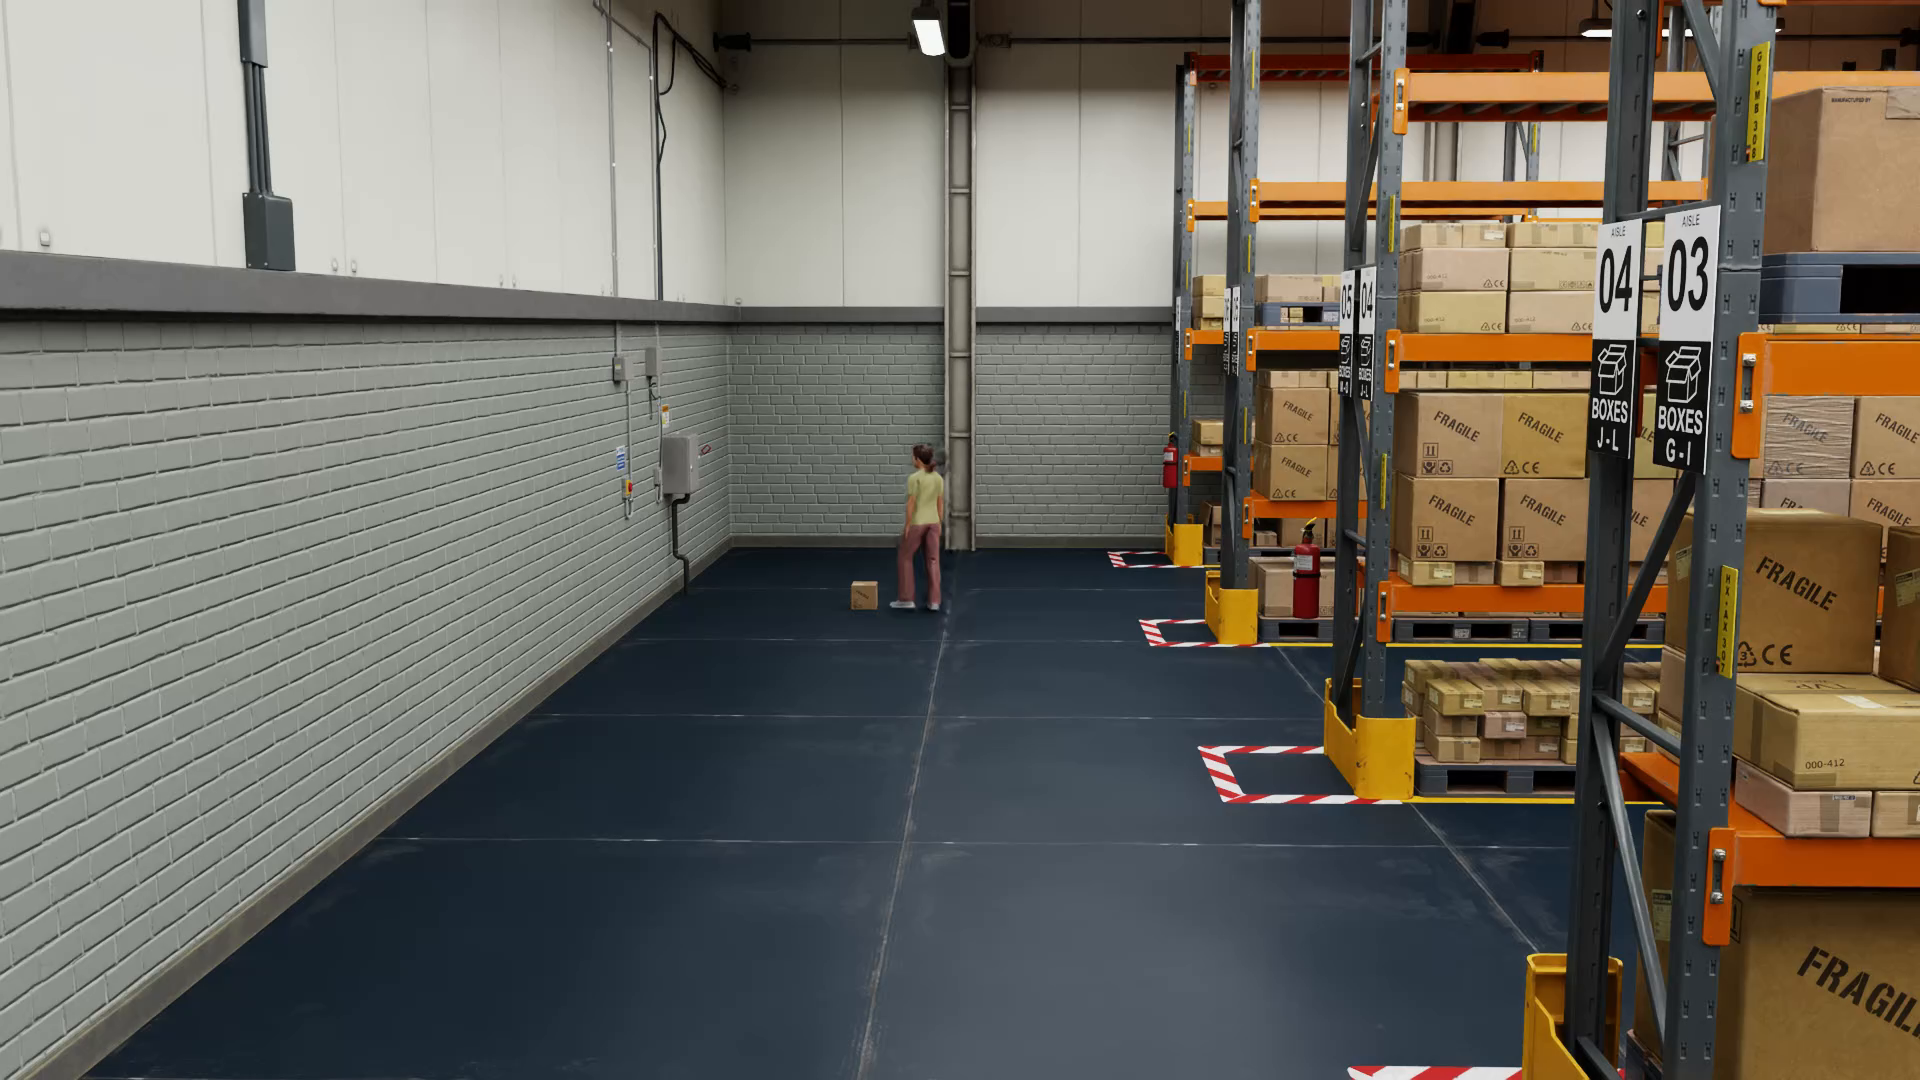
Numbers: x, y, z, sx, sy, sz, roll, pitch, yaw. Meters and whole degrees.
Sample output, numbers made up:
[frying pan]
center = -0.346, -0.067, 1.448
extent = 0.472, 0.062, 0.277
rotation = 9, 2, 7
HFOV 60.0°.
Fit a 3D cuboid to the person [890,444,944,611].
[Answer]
[person]
center = -0.403, -0.134, 16.725
extent = 0.453, 1.668, 0.525
rotation = -5, 9, -34
